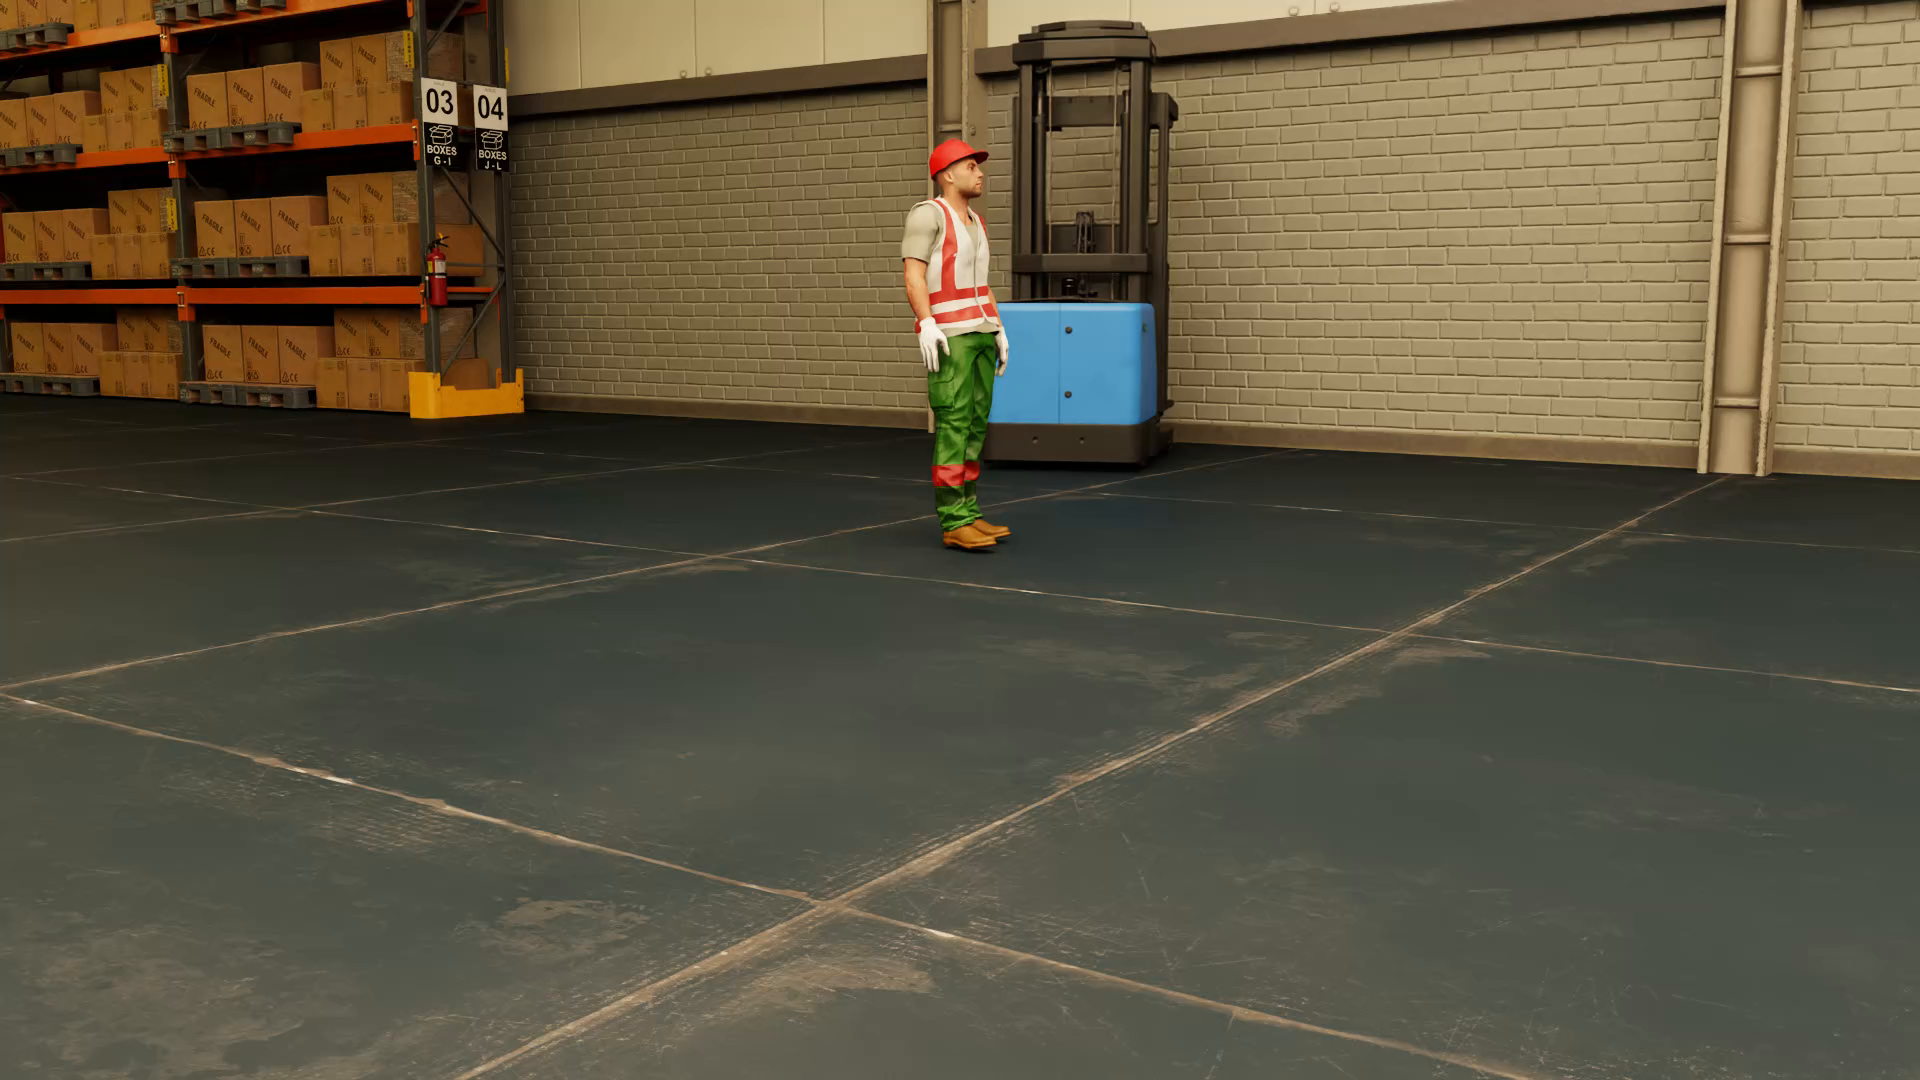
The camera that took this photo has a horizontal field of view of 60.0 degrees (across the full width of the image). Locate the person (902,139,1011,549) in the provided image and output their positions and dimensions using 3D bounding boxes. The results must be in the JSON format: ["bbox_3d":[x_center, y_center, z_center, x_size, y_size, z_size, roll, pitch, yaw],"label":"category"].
[{"bbox_3d":[0.061,-0.885,7.423,0.562,1.789,0.638,5,10,34],"label":"person"}]

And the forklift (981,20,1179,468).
[{"bbox_3d":[0.959,-2.089,11.884,1.130,2.935,3.031,2,8,12],"label":"forklift"}]
